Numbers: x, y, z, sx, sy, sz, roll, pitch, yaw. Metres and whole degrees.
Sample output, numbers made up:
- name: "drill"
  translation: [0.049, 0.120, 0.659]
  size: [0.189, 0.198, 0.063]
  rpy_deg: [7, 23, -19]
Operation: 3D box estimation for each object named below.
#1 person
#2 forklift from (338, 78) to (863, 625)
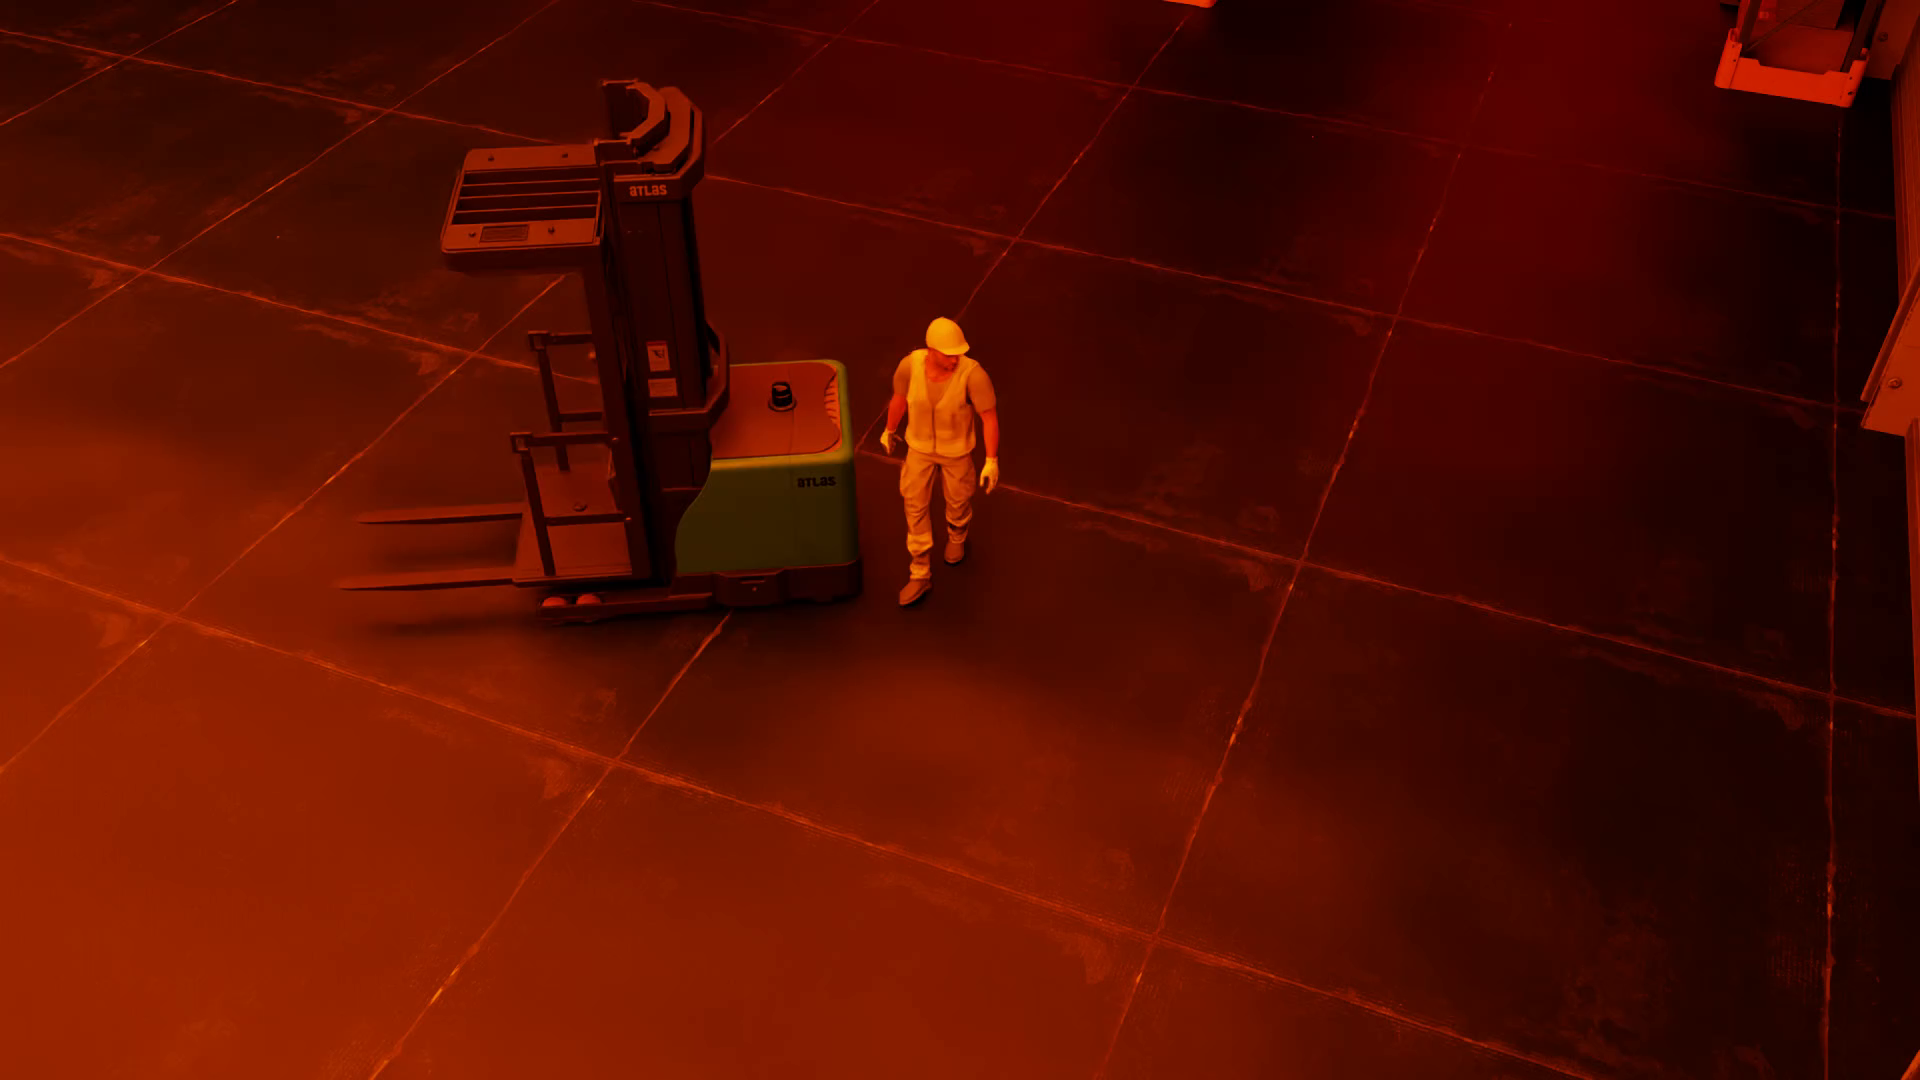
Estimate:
- name: "person"
  translation: [-0.132, -0.462, 9.475]
  size: [0.751, 1.753, 0.789]
  rpy_deg: [7, 40, 9]
- name: "forklift"
  translation: [-2.126, -0.987, 9.185]
  size: [3.031, 2.935, 1.130]
  rpy_deg: [-4, 40, -4]
